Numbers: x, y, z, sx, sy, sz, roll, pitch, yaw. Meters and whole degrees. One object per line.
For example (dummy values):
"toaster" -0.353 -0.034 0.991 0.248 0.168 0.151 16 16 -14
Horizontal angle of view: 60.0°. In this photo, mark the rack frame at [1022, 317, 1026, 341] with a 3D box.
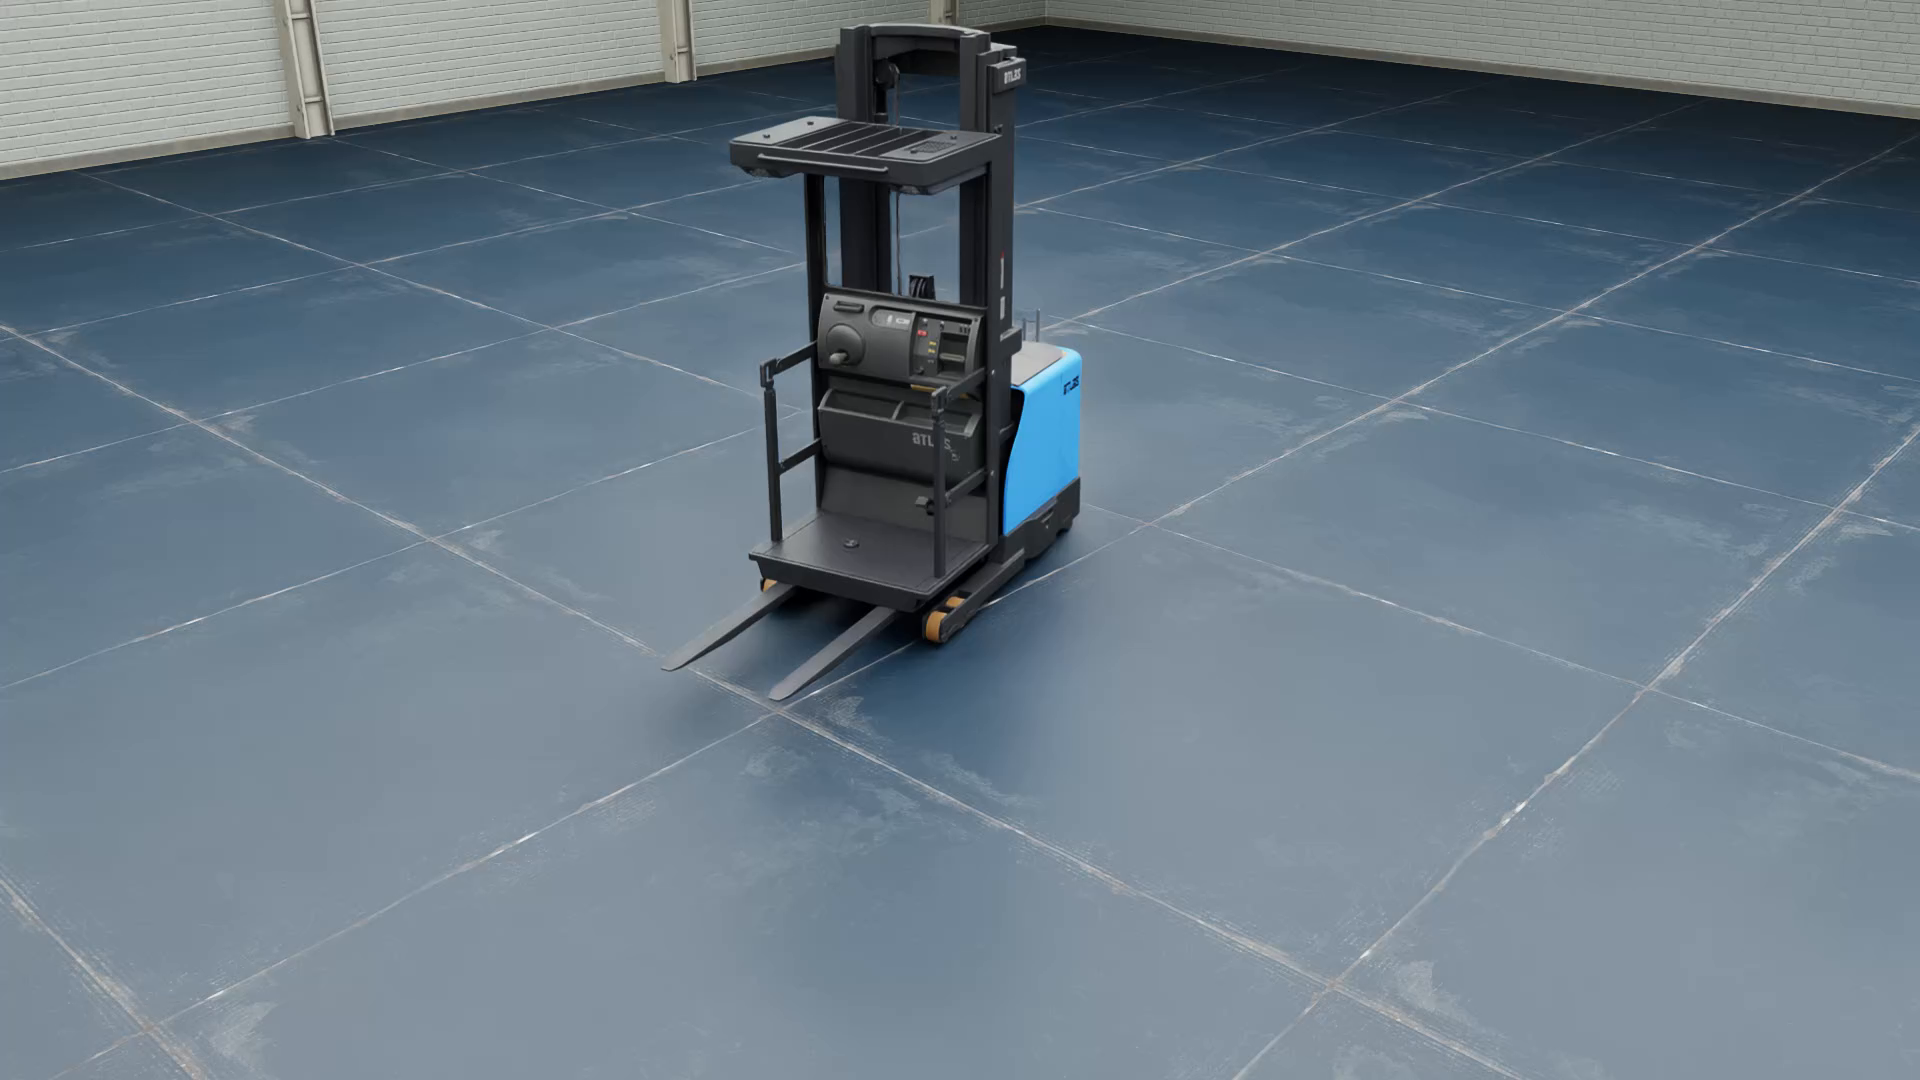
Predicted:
"rack frame" 0.281 -0.776 10.015 0.240 1.200 0.006 12 27 25

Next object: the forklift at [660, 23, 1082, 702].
"forklift" -0.418 -1.013 8.426 1.130 2.935 3.031 12 27 25

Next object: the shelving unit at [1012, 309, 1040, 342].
"shelving unit" 0.324 -0.810 10.089 0.258 1.200 0.189 12 27 25

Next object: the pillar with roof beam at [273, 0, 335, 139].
"pillar with roof beam" -5.068 -8.122 16.865 9.100 9.000 0.400 20 31 38

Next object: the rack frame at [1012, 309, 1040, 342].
"rack frame" 0.366 -0.843 10.163 0.240 1.200 0.006 12 27 25

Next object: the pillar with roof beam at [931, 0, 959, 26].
"pillar with roof beam" 2.941 -11.778 25.019 9.100 9.000 0.400 20 31 38

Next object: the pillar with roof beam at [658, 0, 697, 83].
"pillar with roof beam" -1.063 -9.950 20.942 9.100 9.000 0.400 20 31 38
